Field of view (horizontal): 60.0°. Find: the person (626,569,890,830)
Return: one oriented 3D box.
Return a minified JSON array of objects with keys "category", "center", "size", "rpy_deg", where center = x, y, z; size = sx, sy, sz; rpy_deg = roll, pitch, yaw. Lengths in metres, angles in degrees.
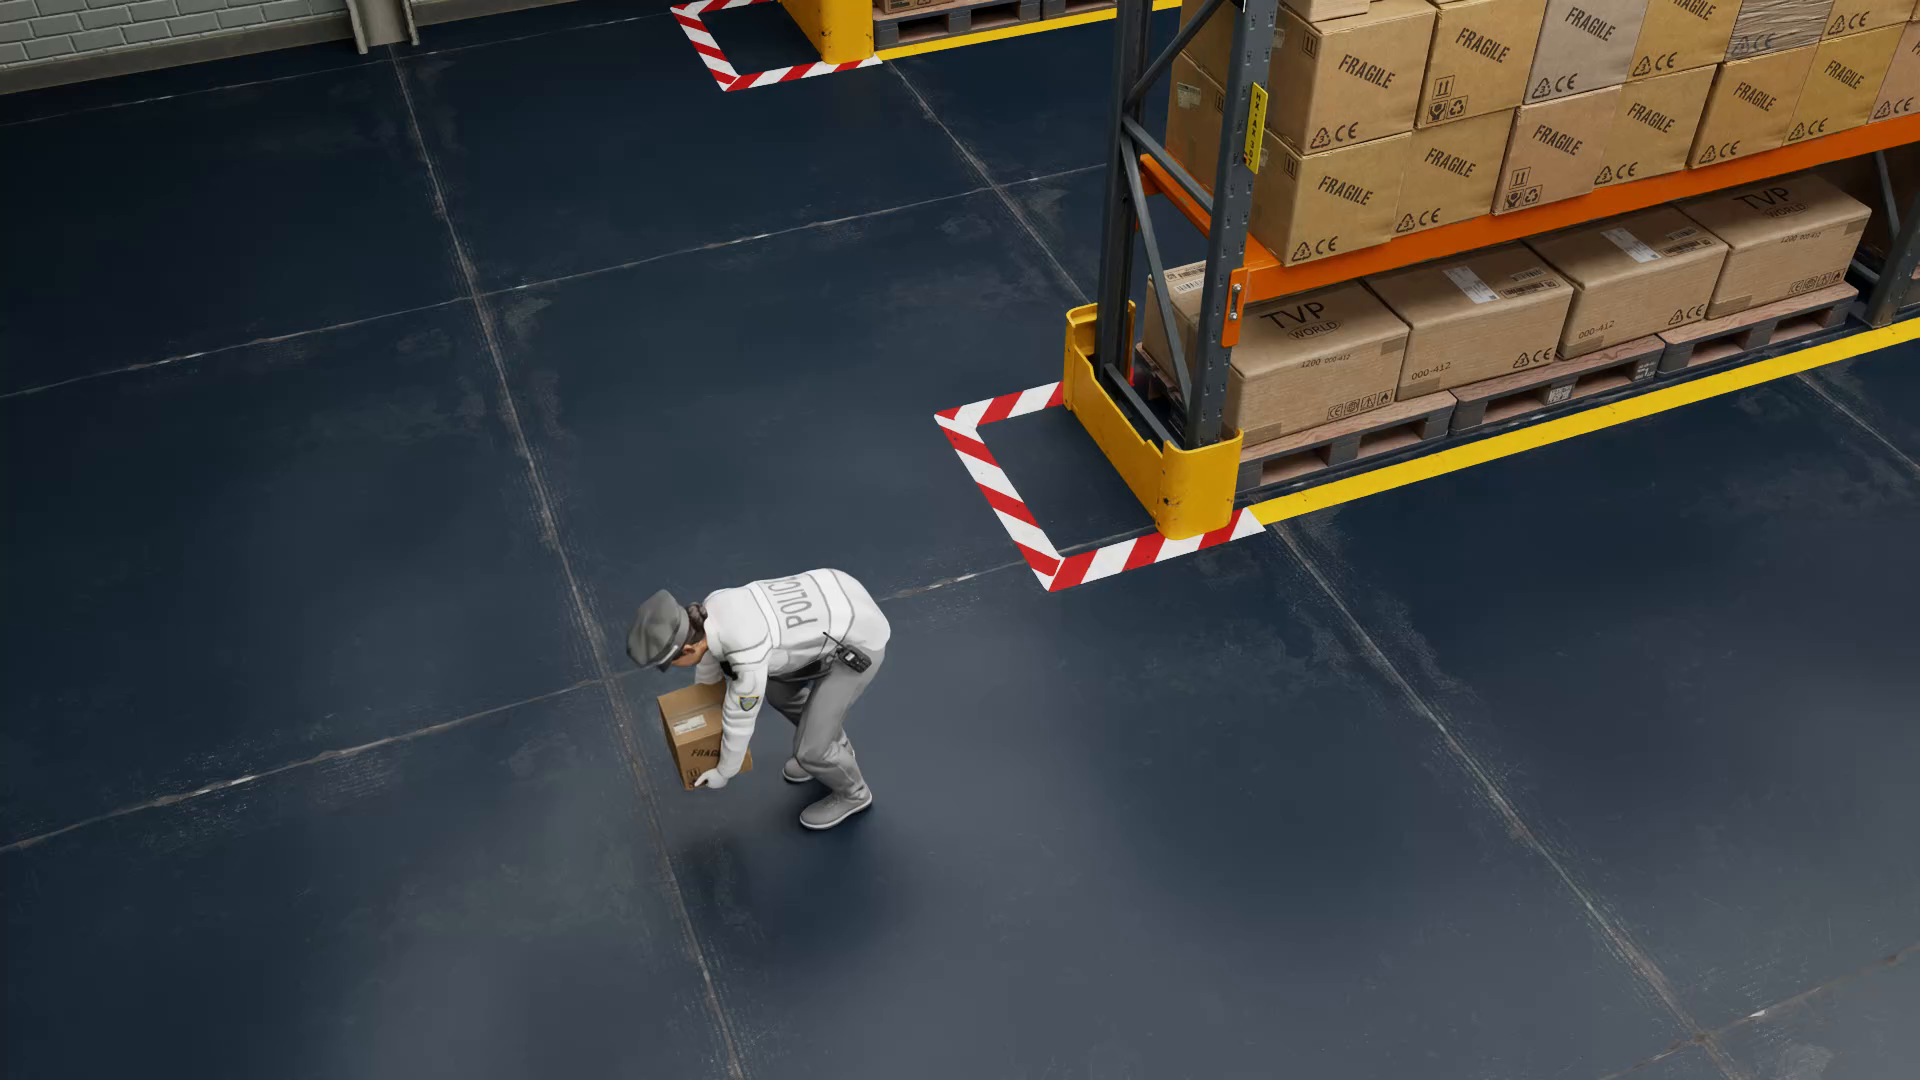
[{"category":"person","center":[-0.686,0.563,5.890],"size":[0.908,1.192,0.432],"rpy_deg":[-17,45,-18]}]
